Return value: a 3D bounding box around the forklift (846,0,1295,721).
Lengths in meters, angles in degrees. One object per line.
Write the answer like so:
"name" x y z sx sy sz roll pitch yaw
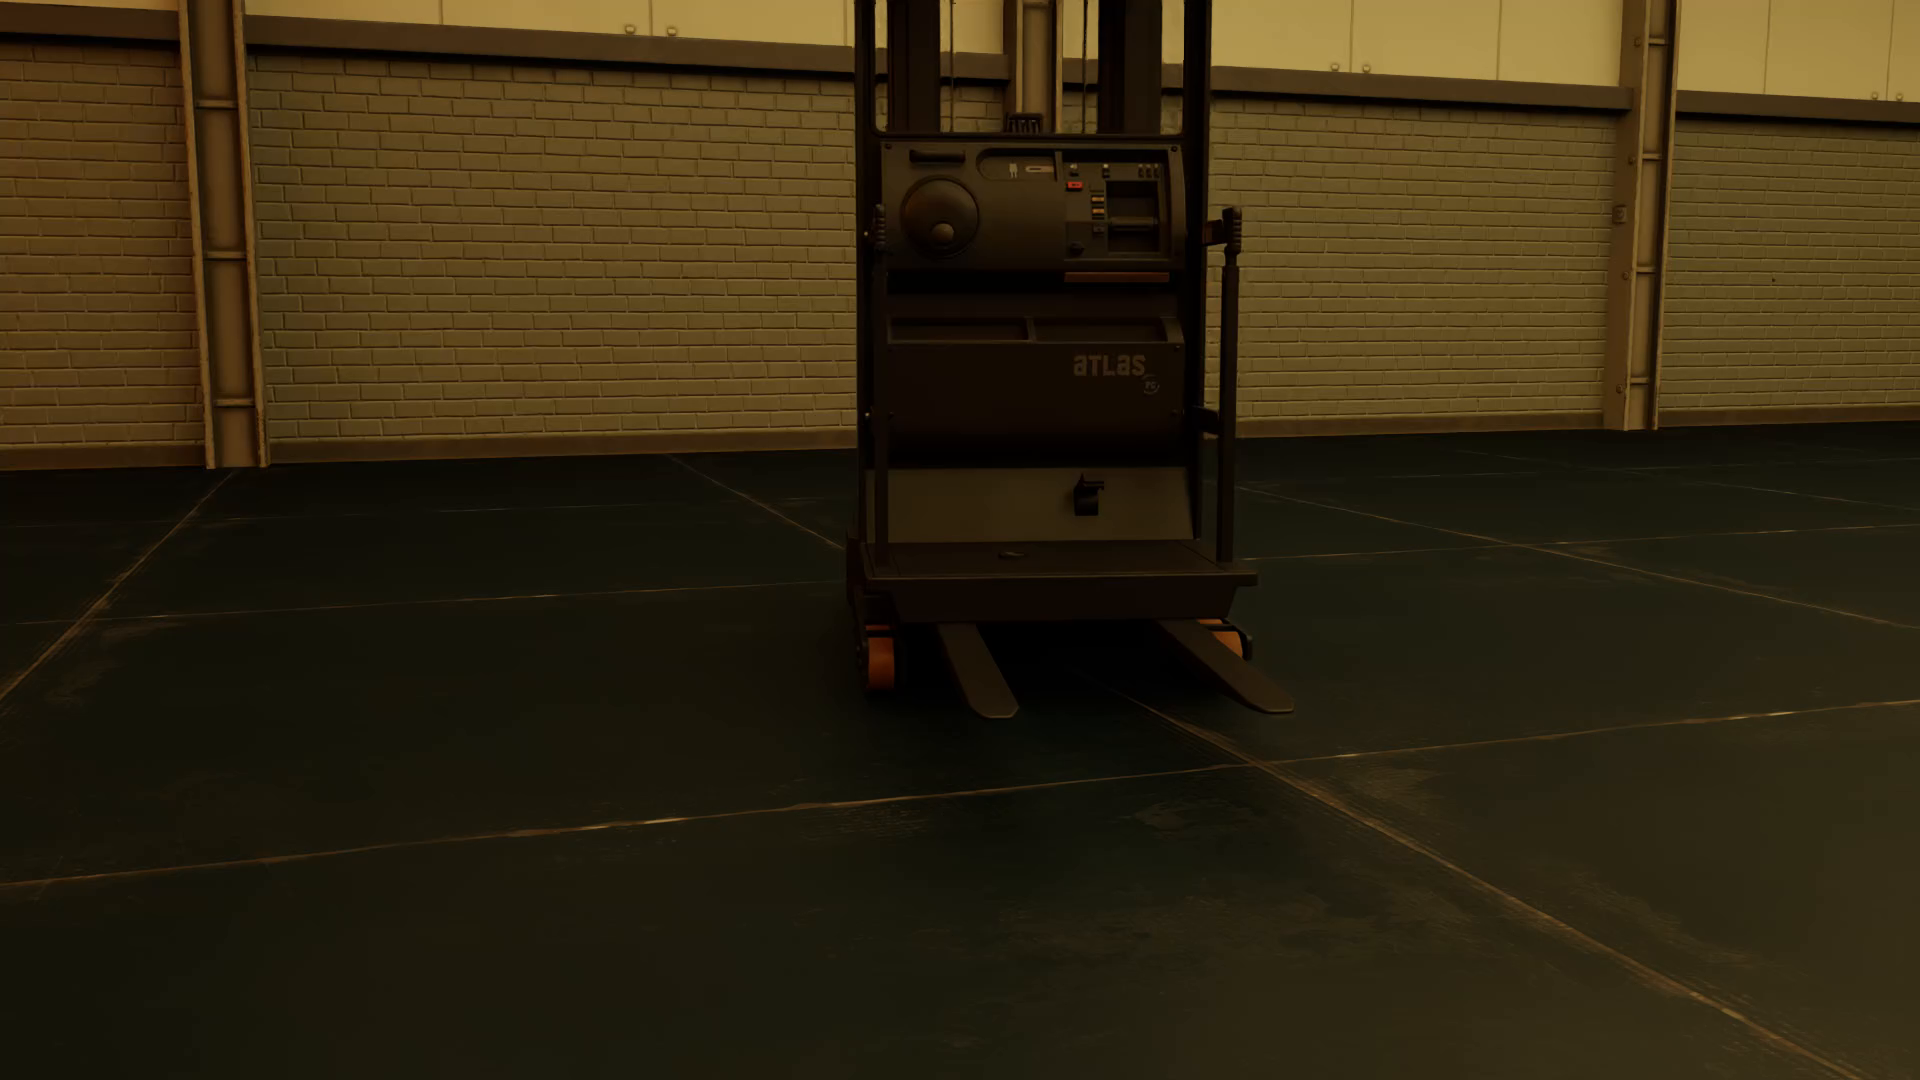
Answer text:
"forklift" 0.245 -1.063 4.866 1.130 2.935 3.031 -1 8 -5
